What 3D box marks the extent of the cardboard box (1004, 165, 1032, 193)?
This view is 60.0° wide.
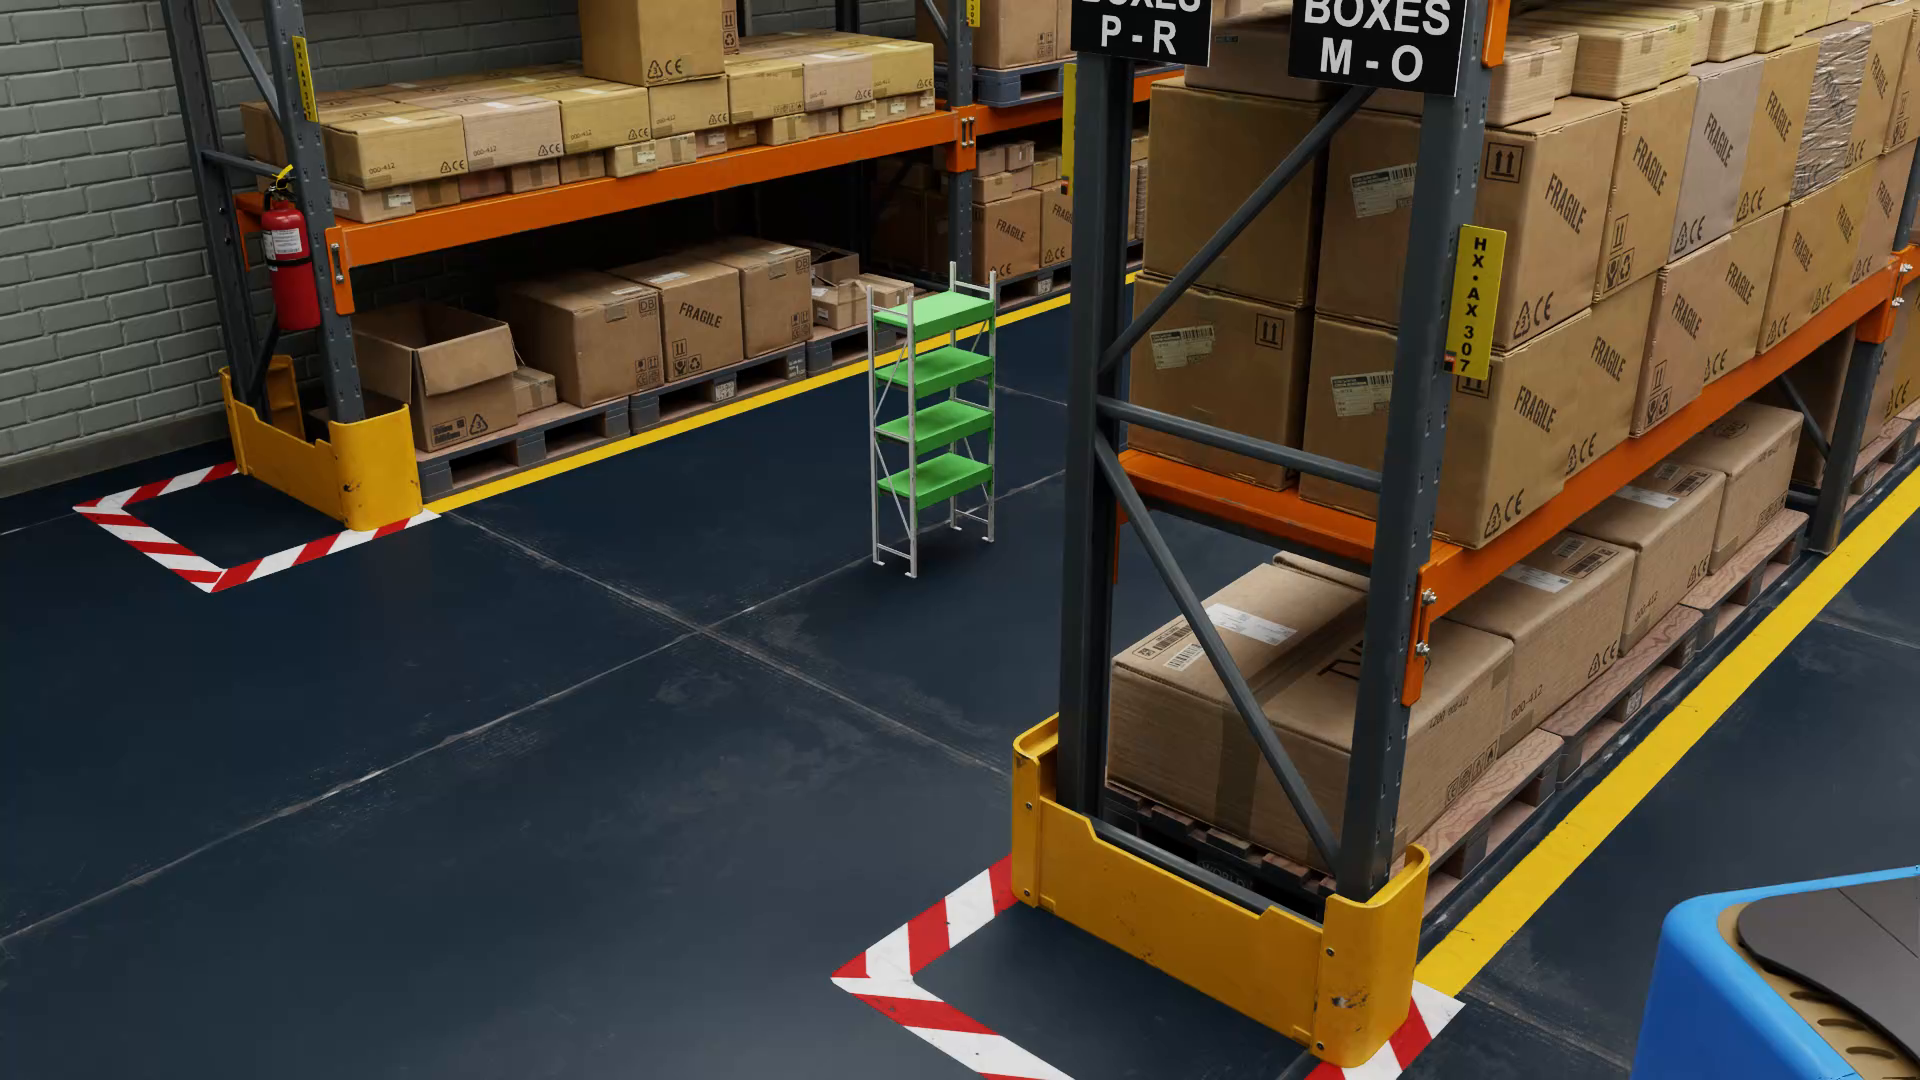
[{"bbox_3d":[0.226,-2.291,10.442,0.380,0.149,0.250,19,30,36],"label":"cardboard box"}]

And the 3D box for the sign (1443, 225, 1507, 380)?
[{"bbox_3d":[1.100,-0.506,3.558,0.100,0.325,0.005,20,31,38],"label":"sign"}]

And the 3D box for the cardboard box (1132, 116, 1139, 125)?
[{"bbox_3d":[1.059,-2.972,11.961,0.380,0.149,0.250,19,31,36],"label":"cardboard box"}]

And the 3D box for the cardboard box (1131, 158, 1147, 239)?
[{"bbox_3d":[1.187,-2.411,11.502,0.500,0.500,0.500,19,30,36],"label":"cardboard box"}]

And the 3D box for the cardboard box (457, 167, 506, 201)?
[{"bbox_3d":[-2.300,-1.673,7.622,0.380,0.149,0.250,20,31,37],"label":"cardboard box"}]

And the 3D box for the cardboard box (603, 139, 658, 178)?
[{"bbox_3d":[-1.688,-1.872,8.067,0.380,0.149,0.250,19,30,36],"label":"cardboard box"}]

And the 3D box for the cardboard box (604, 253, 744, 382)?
[{"bbox_3d":[-1.503,-1.178,8.753,0.500,0.500,0.500,21,31,38],"label":"cardboard box"}]

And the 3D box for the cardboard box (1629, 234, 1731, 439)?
[{"bbox_3d":[1.895,-0.654,4.920,0.500,0.500,0.500,20,31,37],"label":"cardboard box"}]

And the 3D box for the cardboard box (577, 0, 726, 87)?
[{"bbox_3d":[-1.504,-2.514,8.094,0.500,0.500,0.500,21,32,39],"label":"cardboard box"}]

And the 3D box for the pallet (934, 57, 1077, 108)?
[{"bbox_3d":[0.276,-2.928,10.348,1.003,0.211,1.213,20,31,38],"label":"pallet"}]

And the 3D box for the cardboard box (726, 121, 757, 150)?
[{"bbox_3d":[-1.277,-2.144,8.672,0.380,0.149,0.250,21,31,38],"label":"cardboard box"}]

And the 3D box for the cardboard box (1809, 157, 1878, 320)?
[{"bbox_3d":[2.902,-1.124,5.967,0.500,0.500,0.500,19,31,36],"label":"cardboard box"}]

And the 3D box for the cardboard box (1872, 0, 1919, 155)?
[{"bbox_3d":[3.251,-1.730,6.098,0.500,0.500,0.500,20,31,37],"label":"cardboard box"}]

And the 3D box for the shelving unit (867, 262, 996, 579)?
[{"bbox_3d":[-0.110,-0.497,6.892,0.258,1.200,0.503,20,31,38],"label":"shelving unit"}]

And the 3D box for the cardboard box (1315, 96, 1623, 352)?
[{"bbox_3d":[1.223,-0.799,4.021,0.500,0.500,0.500,19,31,36],"label":"cardboard box"}]

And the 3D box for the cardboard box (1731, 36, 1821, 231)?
[{"bbox_3d":[2.233,-1.270,5.071,0.500,0.500,0.500,20,31,38],"label":"cardboard box"}]

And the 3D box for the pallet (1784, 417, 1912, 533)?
[{"bbox_3d":[3.819,-0.431,7.952,1.003,0.211,1.213,20,31,38],"label":"pallet"}]

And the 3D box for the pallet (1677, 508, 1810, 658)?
[{"bbox_3d":[2.795,0.035,6.913,1.003,0.211,1.213,20,31,38],"label":"pallet"}]

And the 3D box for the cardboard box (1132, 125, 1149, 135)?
[{"bbox_3d":[1.284,-2.751,11.469,0.380,0.149,0.250,18,30,35],"label":"cardboard box"}]

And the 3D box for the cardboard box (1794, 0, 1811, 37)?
[{"bbox_3d":[2.339,-1.613,5.045,0.380,0.149,0.250,20,31,38],"label":"cardboard box"}]

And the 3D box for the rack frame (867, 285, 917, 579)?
[{"bbox_3d":[-0.273,-0.423,6.726,0.240,1.200,0.015,20,31,38],"label":"rack frame"}]

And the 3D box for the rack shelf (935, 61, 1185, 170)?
[{"bbox_3d":[0.996,-3.083,11.338,1.077,0.370,4.000,20,31,38],"label":"rack shelf"}]

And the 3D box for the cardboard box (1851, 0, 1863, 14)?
[{"bbox_3d":[2.806,-1.858,5.591,0.380,0.149,0.250,20,31,37],"label":"cardboard box"}]

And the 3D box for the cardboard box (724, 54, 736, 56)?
[{"bbox_3d":[-1.546,-2.480,8.935,0.500,0.250,0.500,21,32,39],"label":"cardboard box"}]

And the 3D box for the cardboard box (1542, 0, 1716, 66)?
[{"bbox_3d":[1.813,-1.386,4.537,0.380,0.149,0.250,21,31,38],"label":"cardboard box"}]

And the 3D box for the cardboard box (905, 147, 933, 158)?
[{"bbox_3d":[-0.136,-2.421,10.733,0.380,0.149,0.250,20,31,38],"label":"cardboard box"}]

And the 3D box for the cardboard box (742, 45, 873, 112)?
[{"bbox_3d":[-0.820,-2.490,8.958,0.500,0.250,0.500,20,31,38],"label":"cardboard box"}]

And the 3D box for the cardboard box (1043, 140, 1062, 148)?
[{"bbox_3d":[0.757,-2.525,10.965,0.380,0.149,0.250,20,31,37],"label":"cardboard box"}]

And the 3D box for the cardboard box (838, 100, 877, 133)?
[{"bbox_3d":[-0.676,-2.350,9.131,0.380,0.149,0.250,21,32,39],"label":"cardboard box"}]

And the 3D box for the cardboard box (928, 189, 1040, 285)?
[{"bbox_3d":[0.152,-1.939,10.449,0.500,0.500,0.500,22,32,40],"label":"cardboard box"}]

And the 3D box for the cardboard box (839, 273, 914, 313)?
[{"bbox_3d":[-0.492,-1.442,9.772,0.380,0.149,0.250,19,30,36],"label":"cardboard box"}]

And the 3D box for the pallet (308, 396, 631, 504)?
[{"bbox_3d":[-2.426,-0.577,8.278,1.003,0.211,1.213,20,31,38],"label":"pallet"}]

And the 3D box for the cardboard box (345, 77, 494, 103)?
[{"bbox_3d":[-2.554,-2.020,7.908,0.500,0.250,0.500,20,31,38],"label":"cardboard box"}]

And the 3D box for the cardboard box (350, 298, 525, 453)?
[{"bbox_3d":[-2.529,-0.796,7.897,0.797,0.503,0.637,19,30,36],"label":"cardboard box"}]

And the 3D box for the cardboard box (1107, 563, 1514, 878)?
[{"bbox_3d":[1.057,0.520,5.041,0.875,0.438,0.875,19,30,36],"label":"cardboard box"}]

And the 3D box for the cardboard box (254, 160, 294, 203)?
[{"bbox_3d":[-2.987,-1.642,7.554,0.380,0.149,0.250,20,31,37],"label":"cardboard box"}]

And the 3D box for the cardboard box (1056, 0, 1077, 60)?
[{"bbox_3d":[0.497,-3.283,10.270,0.700,0.500,0.500,21,31,38],"label":"cardboard box"}]

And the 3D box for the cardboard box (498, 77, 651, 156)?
[{"bbox_3d":[-1.833,-2.024,7.917,0.500,0.250,0.500,19,31,37],"label":"cardboard box"}]

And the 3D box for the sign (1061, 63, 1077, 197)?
[{"bbox_3d":[0.296,-1.017,4.148,0.100,0.325,0.005,20,31,38],"label":"sign"}]

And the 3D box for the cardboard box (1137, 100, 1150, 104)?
[{"bbox_3d":[1.554,-3.220,12.514,0.380,0.149,0.250,21,32,39],"label":"cardboard box"}]

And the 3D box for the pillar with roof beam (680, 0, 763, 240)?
[{"bbox_3d":[1.732,-4.397,6.059,9.100,9.000,0.400,20,31,38],"label":"pillar with roof beam"}]

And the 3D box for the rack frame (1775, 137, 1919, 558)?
[{"bbox_3d":[3.360,-1.447,6.812,1.000,3.000,0.127,20,31,38],"label":"rack frame"}]

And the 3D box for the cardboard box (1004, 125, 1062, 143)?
[{"bbox_3d":[0.525,-2.745,11.456,0.380,0.149,0.250,21,31,38],"label":"cardboard box"}]

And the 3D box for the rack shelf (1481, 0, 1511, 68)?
[{"bbox_3d":[2.026,-1.878,4.986,1.077,0.370,4.000,20,31,38],"label":"rack shelf"}]

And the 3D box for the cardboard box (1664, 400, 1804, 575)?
[{"bbox_3d":[2.861,-0.308,6.889,0.875,0.438,0.875,20,31,37],"label":"cardboard box"}]

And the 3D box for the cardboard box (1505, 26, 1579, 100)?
[{"bbox_3d":[1.256,-1.158,4.030,0.380,0.149,0.250,21,32,39],"label":"cardboard box"}]

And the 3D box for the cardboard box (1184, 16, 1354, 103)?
[{"bbox_3d":[0.781,-1.191,4.102,0.380,0.149,0.250,21,31,38],"label":"cardboard box"}]

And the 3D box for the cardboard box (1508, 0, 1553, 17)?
[{"bbox_3d":[1.468,-1.502,4.796,0.380,0.149,0.250,20,31,37],"label":"cardboard box"}]

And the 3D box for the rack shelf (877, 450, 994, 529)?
[{"bbox_3d":[-0.110,-0.220,7.016,0.258,0.148,0.480,20,31,38],"label":"rack shelf"}]
